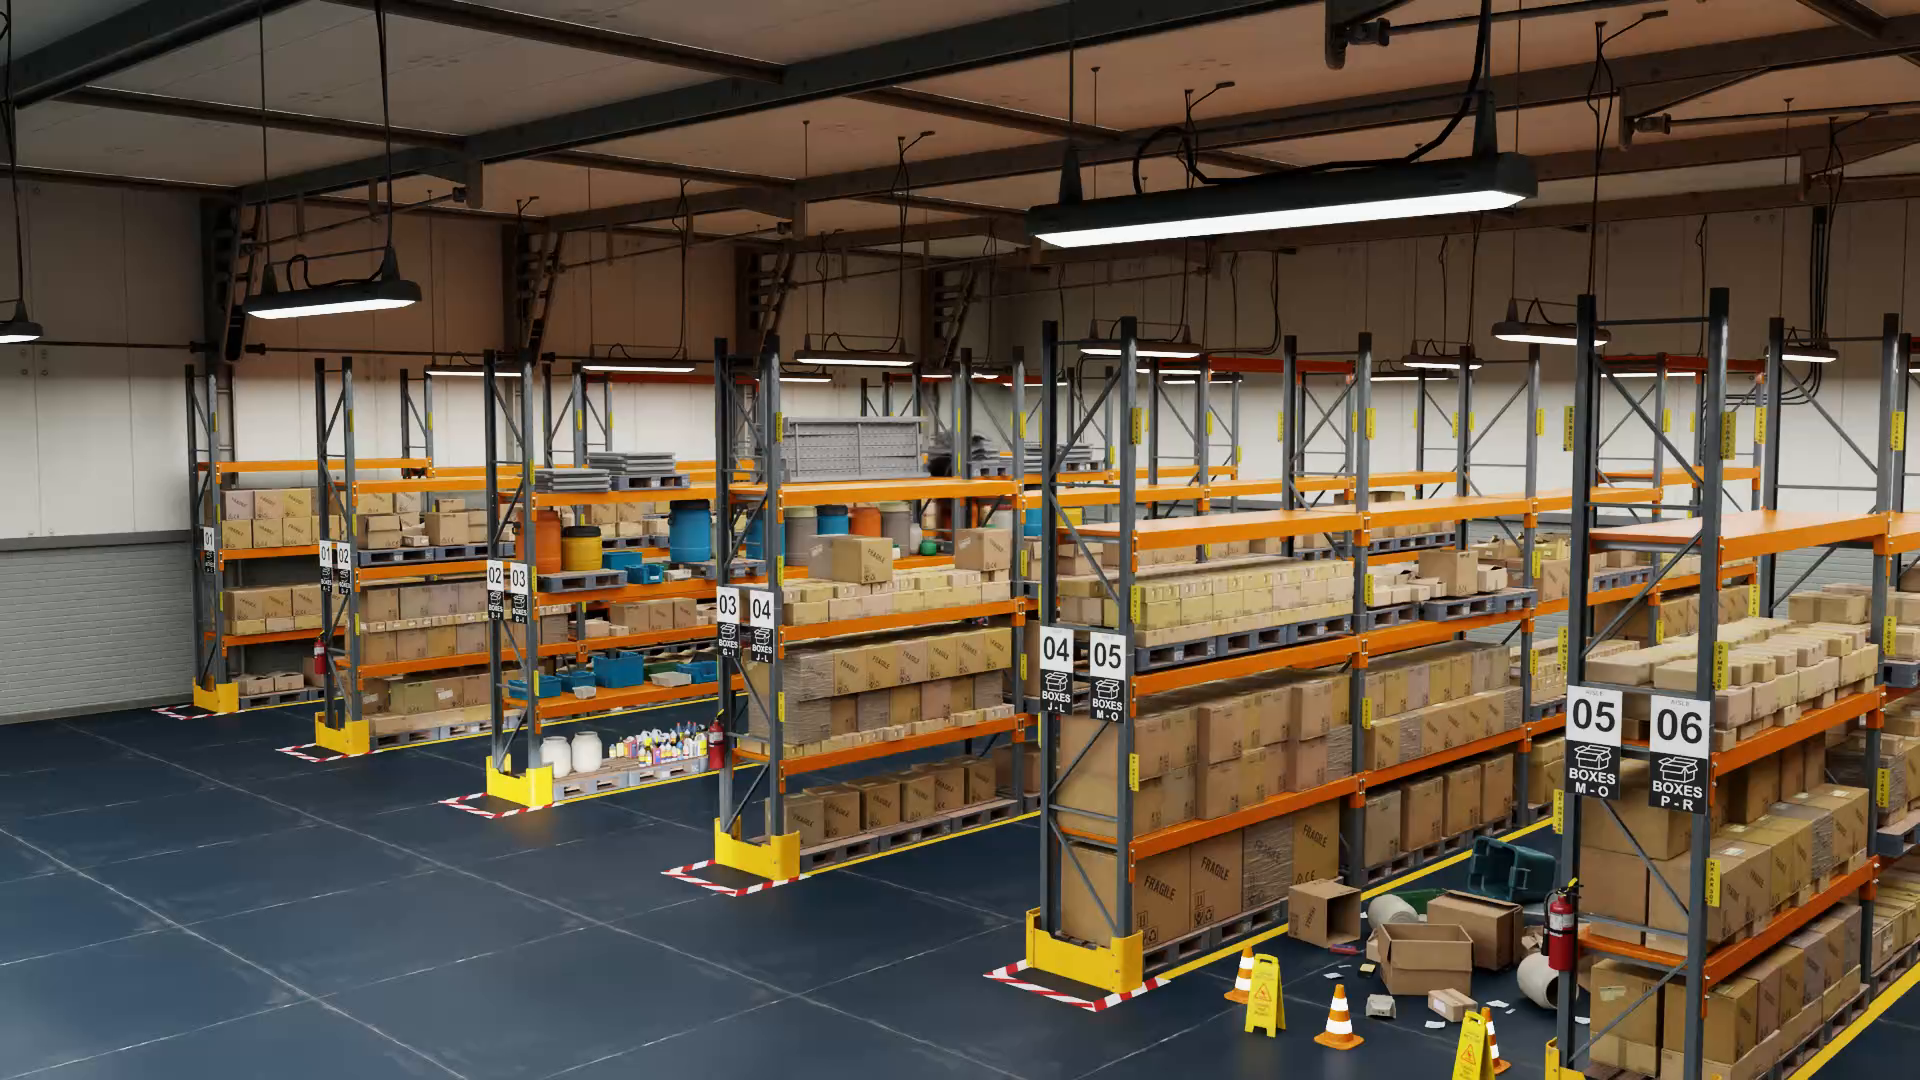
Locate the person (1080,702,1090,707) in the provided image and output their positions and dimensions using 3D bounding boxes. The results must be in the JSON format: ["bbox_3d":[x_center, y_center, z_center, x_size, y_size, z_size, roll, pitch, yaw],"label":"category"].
[{"bbox_3d":[1.651,2.786,19.942,0.649,1.779,0.945,3,5,31],"label":"person"}]
